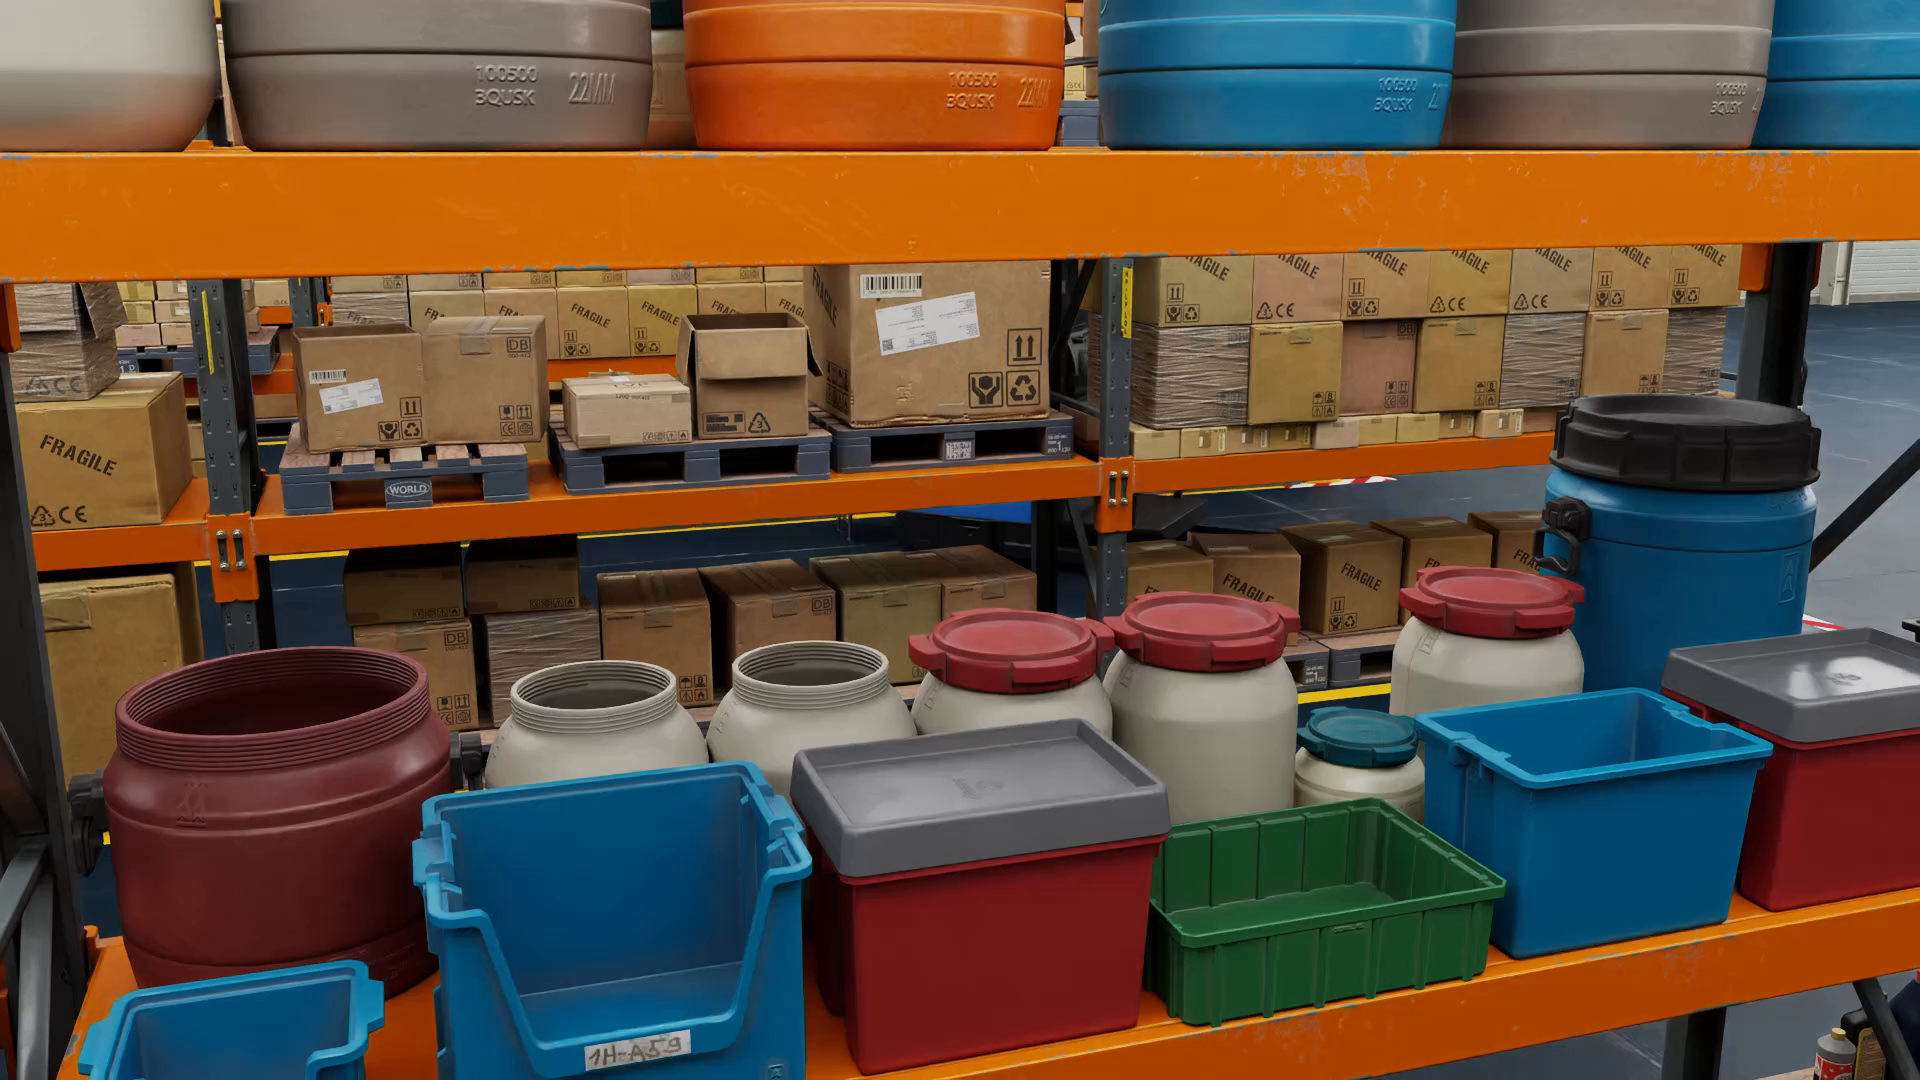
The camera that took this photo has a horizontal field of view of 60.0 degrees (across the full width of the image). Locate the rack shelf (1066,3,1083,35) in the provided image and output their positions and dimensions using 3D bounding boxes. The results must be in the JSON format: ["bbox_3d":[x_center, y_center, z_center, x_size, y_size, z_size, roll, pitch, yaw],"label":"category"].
[{"bbox_3d":[-0.655,-5.569,17.670,4.000,0.370,1.077,-4,14,-18],"label":"rack shelf"}]

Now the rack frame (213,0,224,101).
[{"bbox_3d":[-3.181,-3.304,6.587,0.127,3.000,1.000,-4,14,-18],"label":"rack frame"}]

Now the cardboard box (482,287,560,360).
[{"bbox_3d":[-3.197,-1.579,12.081,0.500,0.500,0.500,-4,14,-18],"label":"cardboard box"}]

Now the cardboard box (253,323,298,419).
[{"bbox_3d":[-7.023,-1.697,16.479,0.875,0.875,0.875,-5,14,-19],"label":"cardboard box"}]

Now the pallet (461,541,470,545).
[{"bbox_3d":[-3.896,-0.166,12.384,1.213,0.211,1.003,-4,14,-18],"label":"pallet"}]

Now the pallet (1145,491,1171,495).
[{"bbox_3d":[1.028,-0.549,13.996,1.213,0.211,1.003,-4,14,-18],"label":"pallet"}]

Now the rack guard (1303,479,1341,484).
[{"bbox_3d":[2.937,-0.857,14.665,0.348,0.500,1.175,-4,14,-18],"label":"rack guard"}]

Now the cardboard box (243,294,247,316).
[{"bbox_3d":[-4.990,-1.571,11.259,0.250,0.149,0.380,-4,14,-17],"label":"cardboard box"}]

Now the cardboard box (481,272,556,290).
[{"bbox_3d":[-3.274,-2.123,12.208,0.500,0.500,0.700,-5,14,-19],"label":"cardboard box"}]

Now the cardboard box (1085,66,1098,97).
[{"bbox_3d":[0.826,-2.348,8.514,0.250,0.149,0.380,-4,14,-16],"label":"cardboard box"}]

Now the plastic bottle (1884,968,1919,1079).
[{"bbox_3d":[2.708,1.369,4.677,0.185,0.351,0.144,-5,14,-20],"label":"plastic bottle"}]

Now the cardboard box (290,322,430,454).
[{"bbox_3d":[-2.682,-0.687,7.426,0.500,0.500,0.500,-6,15,-25],"label":"cardboard box"}]

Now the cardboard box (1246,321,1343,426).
[{"bbox_3d":[1.541,-0.923,8.682,0.500,0.500,0.875,-4,14,-18],"label":"cardboard box"}]

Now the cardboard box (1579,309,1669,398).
[{"bbox_3d":[3.435,-1.072,9.307,0.500,0.500,0.875,-4,14,-18],"label":"cardboard box"}]

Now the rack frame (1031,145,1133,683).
[{"bbox_3d":[0.610,-0.681,8.523,0.127,3.000,1.000,-4,14,-18],"label":"rack frame"}]

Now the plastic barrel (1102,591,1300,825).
[{"bbox_3d":[0.517,0.416,3.618,0.433,0.535,0.433,0,13,0],"label":"plastic barrel"}]

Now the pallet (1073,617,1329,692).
[{"bbox_3d":[1.235,0.619,9.086,1.213,0.211,1.003,-4,14,-18],"label":"pallet"}]

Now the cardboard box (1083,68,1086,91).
[{"bbox_3d":[1.112,-3.647,13.069,0.500,0.250,0.500,-4,14,-18],"label":"cardboard box"}]

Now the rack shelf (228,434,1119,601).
[{"bbox_3d":[-1.286,-0.183,7.985,4.000,0.370,1.077,-4,14,-18],"label":"rack shelf"}]

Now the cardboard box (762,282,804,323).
[{"bbox_3d":[-1.286,-1.728,12.707,0.500,0.500,0.500,-5,14,-18],"label":"cardboard box"}]

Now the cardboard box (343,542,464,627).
[{"bbox_3d":[-2.556,0.196,7.669,0.500,0.250,0.500,-4,14,-16],"label":"cardboard box"}]

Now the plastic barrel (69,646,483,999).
[{"bbox_3d":[-1.258,0.534,3.122,0.708,0.536,0.600,-4,14,-18],"label":"plastic barrel"}]

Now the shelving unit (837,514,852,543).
[{"bbox_3d":[-0.617,-1.062,12.071,0.503,2.100,0.431,-4,14,-16],"label":"shelving unit"}]

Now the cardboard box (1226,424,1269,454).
[{"bbox_3d":[1.379,-0.549,8.510,0.250,0.149,0.380,-4,14,-18],"label":"cardboard box"}]

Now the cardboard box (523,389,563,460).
[{"bbox_3d":[-3.234,-0.681,12.478,0.750,0.750,1.050,-4,14,-17],"label":"cardboard box"}]

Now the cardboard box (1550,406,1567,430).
[{"bbox_3d":[3.247,-0.715,9.209,0.250,0.149,0.380,-4,14,-18],"label":"cardboard box"}]

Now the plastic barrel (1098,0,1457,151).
[{"bbox_3d":[0.537,-1.116,2.787,0.708,0.901,0.600,-4,14,-18],"label":"plastic barrel"}]

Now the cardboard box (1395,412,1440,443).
[{"bbox_3d":[2.327,-0.622,8.819,0.250,0.149,0.380,-4,14,-18],"label":"cardboard box"}]

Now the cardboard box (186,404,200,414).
[{"bbox_3d":[-5.398,-0.836,12.049,0.500,0.250,0.500,-5,14,-21],"label":"cardboard box"}]

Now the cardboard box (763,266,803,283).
[{"bbox_3d":[-1.345,-2.273,12.841,0.500,0.500,0.700,-5,14,-19],"label":"cardboard box"}]

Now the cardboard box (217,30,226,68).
[{"bbox_3d":[-4.968,-3.274,11.074,0.258,0.266,0.396,-4,14,-18],"label":"cardboard box"}]

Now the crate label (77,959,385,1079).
[{"bbox_3d":[-1.083,0.833,2.519,0.416,0.233,0.303,-4,14,-18],"label":"crate label"}]

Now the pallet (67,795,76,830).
[{"bbox_3d":[-3.953,1.013,7.429,1.213,0.211,1.003,-4,14,-18],"label":"pallet"}]

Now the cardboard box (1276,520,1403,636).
[{"bbox_3d":[2.105,0.203,9.300,0.500,0.500,0.500,-6,15,-23],"label":"cardboard box"}]

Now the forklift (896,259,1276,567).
[{"bbox_3d":[1.104,-1.300,11.274,3.031,2.935,1.130,6,15,24],"label":"forklift"}]

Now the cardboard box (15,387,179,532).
[{"bbox_3d":[-3.570,-0.343,6.888,0.500,0.500,0.500,-4,14,-16],"label":"cardboard box"}]

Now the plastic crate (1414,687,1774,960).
[{"bbox_3d":[1.243,0.563,3.328,0.575,0.384,0.392,-4,14,-18],"label":"plastic crate"}]

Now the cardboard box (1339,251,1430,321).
[{"bbox_3d":[2.065,-1.412,8.577,0.500,0.500,0.500,-4,14,-18],"label":"cardboard box"}]

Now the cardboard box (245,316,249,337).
[{"bbox_3d":[-4.988,-1.426,11.290,0.250,0.149,0.380,-4,14,-17],"label":"cardboard box"}]

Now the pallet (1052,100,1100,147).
[{"bbox_3d":[-0.009,-2.026,8.104,1.003,0.211,1.213,-4,14,-18],"label":"pallet"}]

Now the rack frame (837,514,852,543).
[{"bbox_3d":[-0.851,-1.046,12.003,0.015,2.100,0.400,-4,14,-16],"label":"rack frame"}]

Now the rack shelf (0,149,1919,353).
[{"bbox_3d":[0.294,-0.556,3.071,4.000,0.370,1.077,-4,14,-18],"label":"rack shelf"}]

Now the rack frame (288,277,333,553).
[{"bbox_3d":[-4.667,-1.481,11.886,0.127,3.000,1.000,-4,14,-18],"label":"rack frame"}]

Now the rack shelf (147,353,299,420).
[{"bbox_3d":[-6.563,-0.983,11.349,4.000,0.370,1.077,-4,14,-18],"label":"rack shelf"}]

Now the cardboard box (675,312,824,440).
[{"bbox_3d":[-1.004,-0.787,7.839,0.637,0.503,0.797,-3,14,-12],"label":"cardboard box"}]

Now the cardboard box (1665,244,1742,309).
[{"bbox_3d":[3.958,-1.561,9.204,0.500,0.500,0.500,-4,14,-18],"label":"cardboard box"}]

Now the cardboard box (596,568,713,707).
[{"bbox_3d":[-1.496,0.476,8.112,0.500,0.500,0.700,-3,14,-13],"label":"cardboard box"}]
